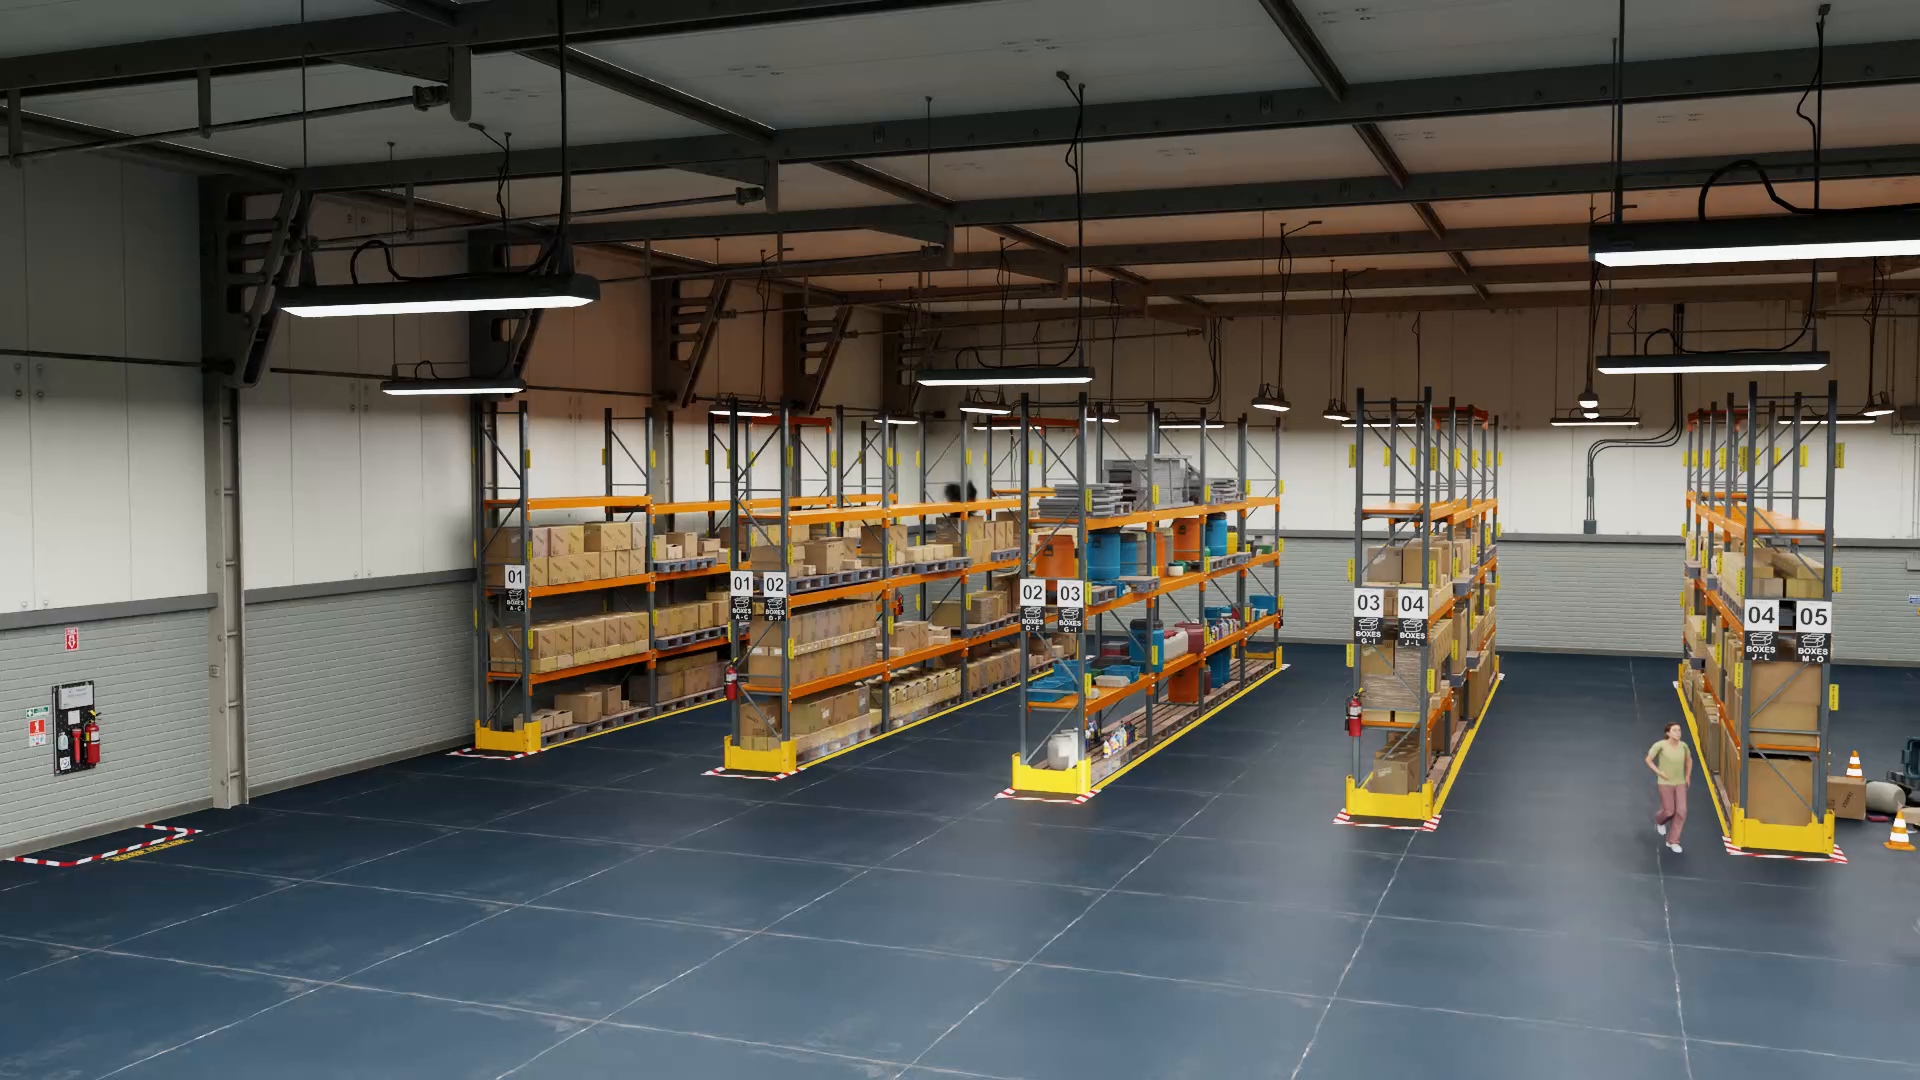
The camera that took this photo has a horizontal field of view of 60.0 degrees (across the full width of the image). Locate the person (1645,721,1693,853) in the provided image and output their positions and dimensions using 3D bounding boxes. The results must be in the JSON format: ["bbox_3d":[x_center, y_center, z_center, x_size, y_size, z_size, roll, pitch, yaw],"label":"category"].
[{"bbox_3d":[9.162,3.157,21.444,0.615,1.644,0.637,0,3,1],"label":"person"}]
